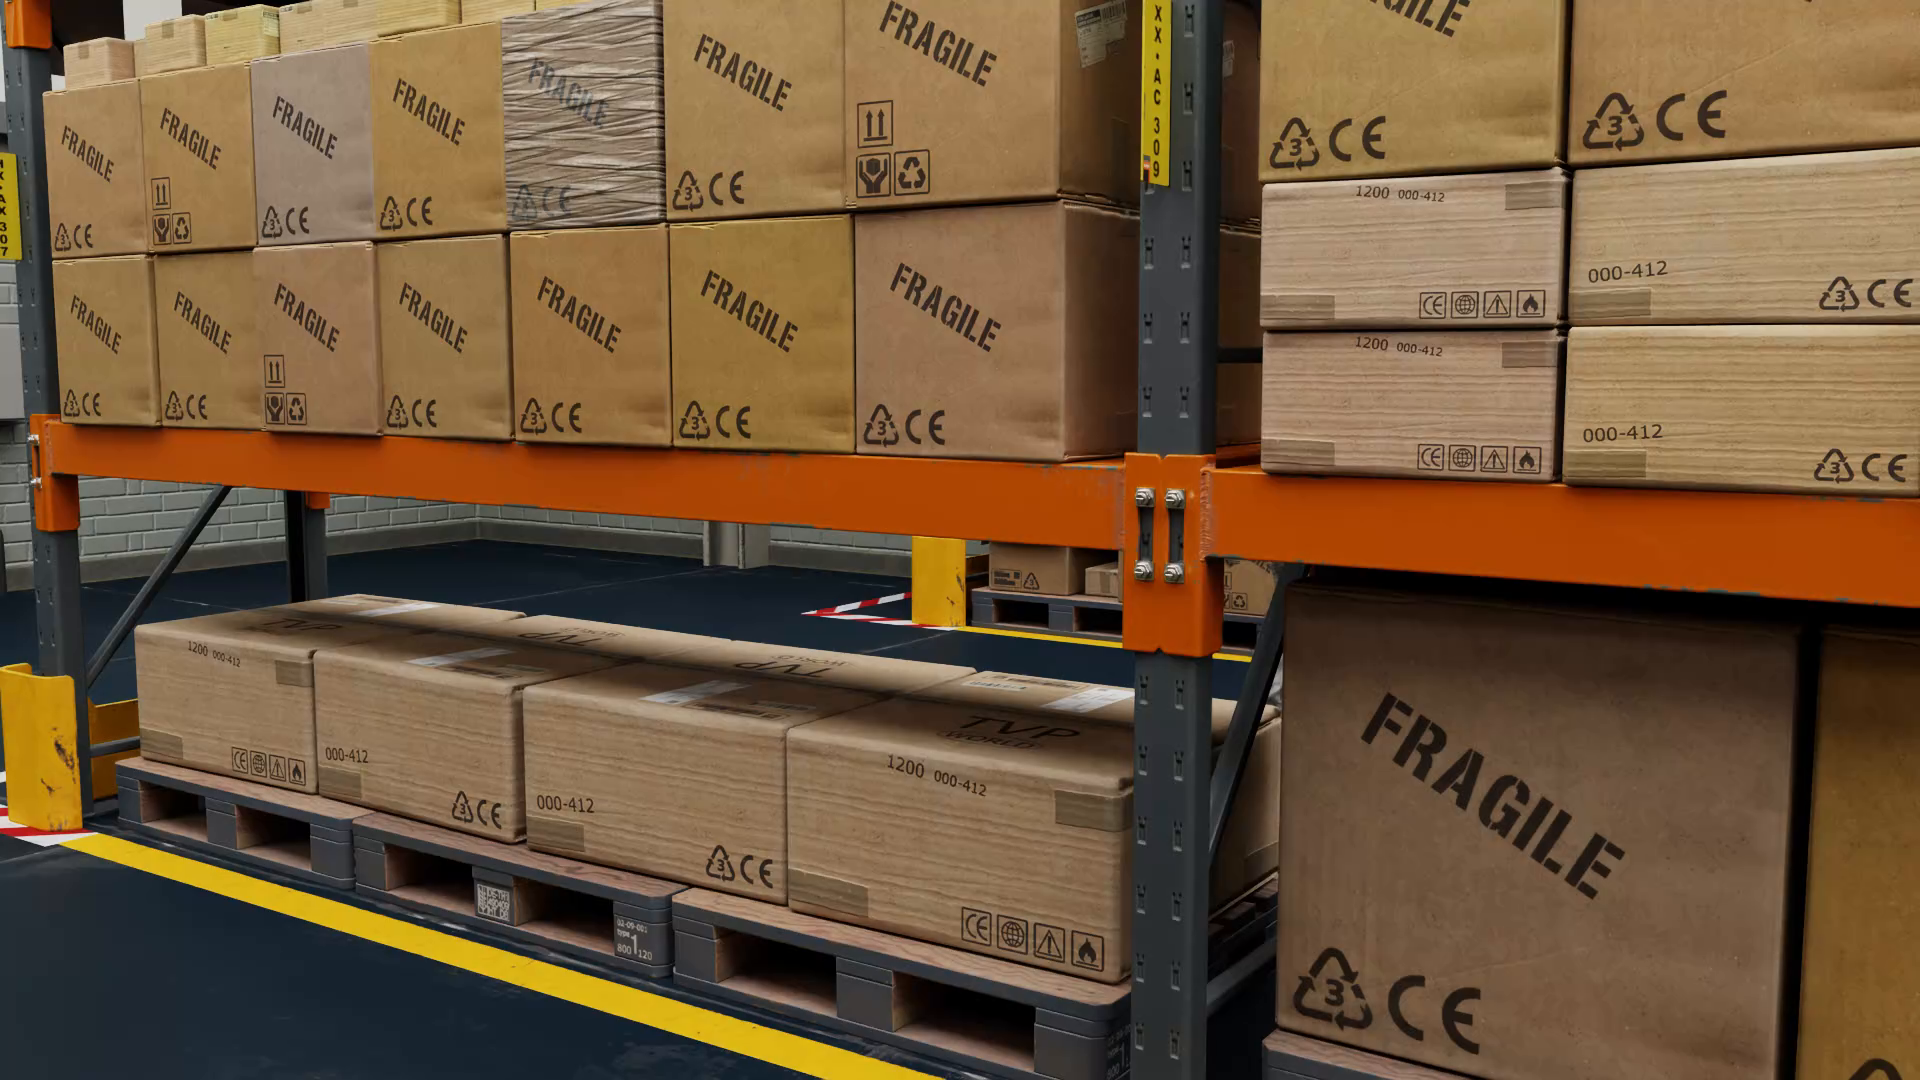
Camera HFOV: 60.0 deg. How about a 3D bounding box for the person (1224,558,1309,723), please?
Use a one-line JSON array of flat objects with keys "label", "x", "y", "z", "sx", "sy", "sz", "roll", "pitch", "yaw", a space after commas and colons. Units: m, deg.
[{"label": "person", "x": 1.368, "y": -0.081, "z": 6.516, "sx": 0.994, "sy": 1.750, "sz": 0.617, "roll": -5, "pitch": 8, "yaw": -39}]
